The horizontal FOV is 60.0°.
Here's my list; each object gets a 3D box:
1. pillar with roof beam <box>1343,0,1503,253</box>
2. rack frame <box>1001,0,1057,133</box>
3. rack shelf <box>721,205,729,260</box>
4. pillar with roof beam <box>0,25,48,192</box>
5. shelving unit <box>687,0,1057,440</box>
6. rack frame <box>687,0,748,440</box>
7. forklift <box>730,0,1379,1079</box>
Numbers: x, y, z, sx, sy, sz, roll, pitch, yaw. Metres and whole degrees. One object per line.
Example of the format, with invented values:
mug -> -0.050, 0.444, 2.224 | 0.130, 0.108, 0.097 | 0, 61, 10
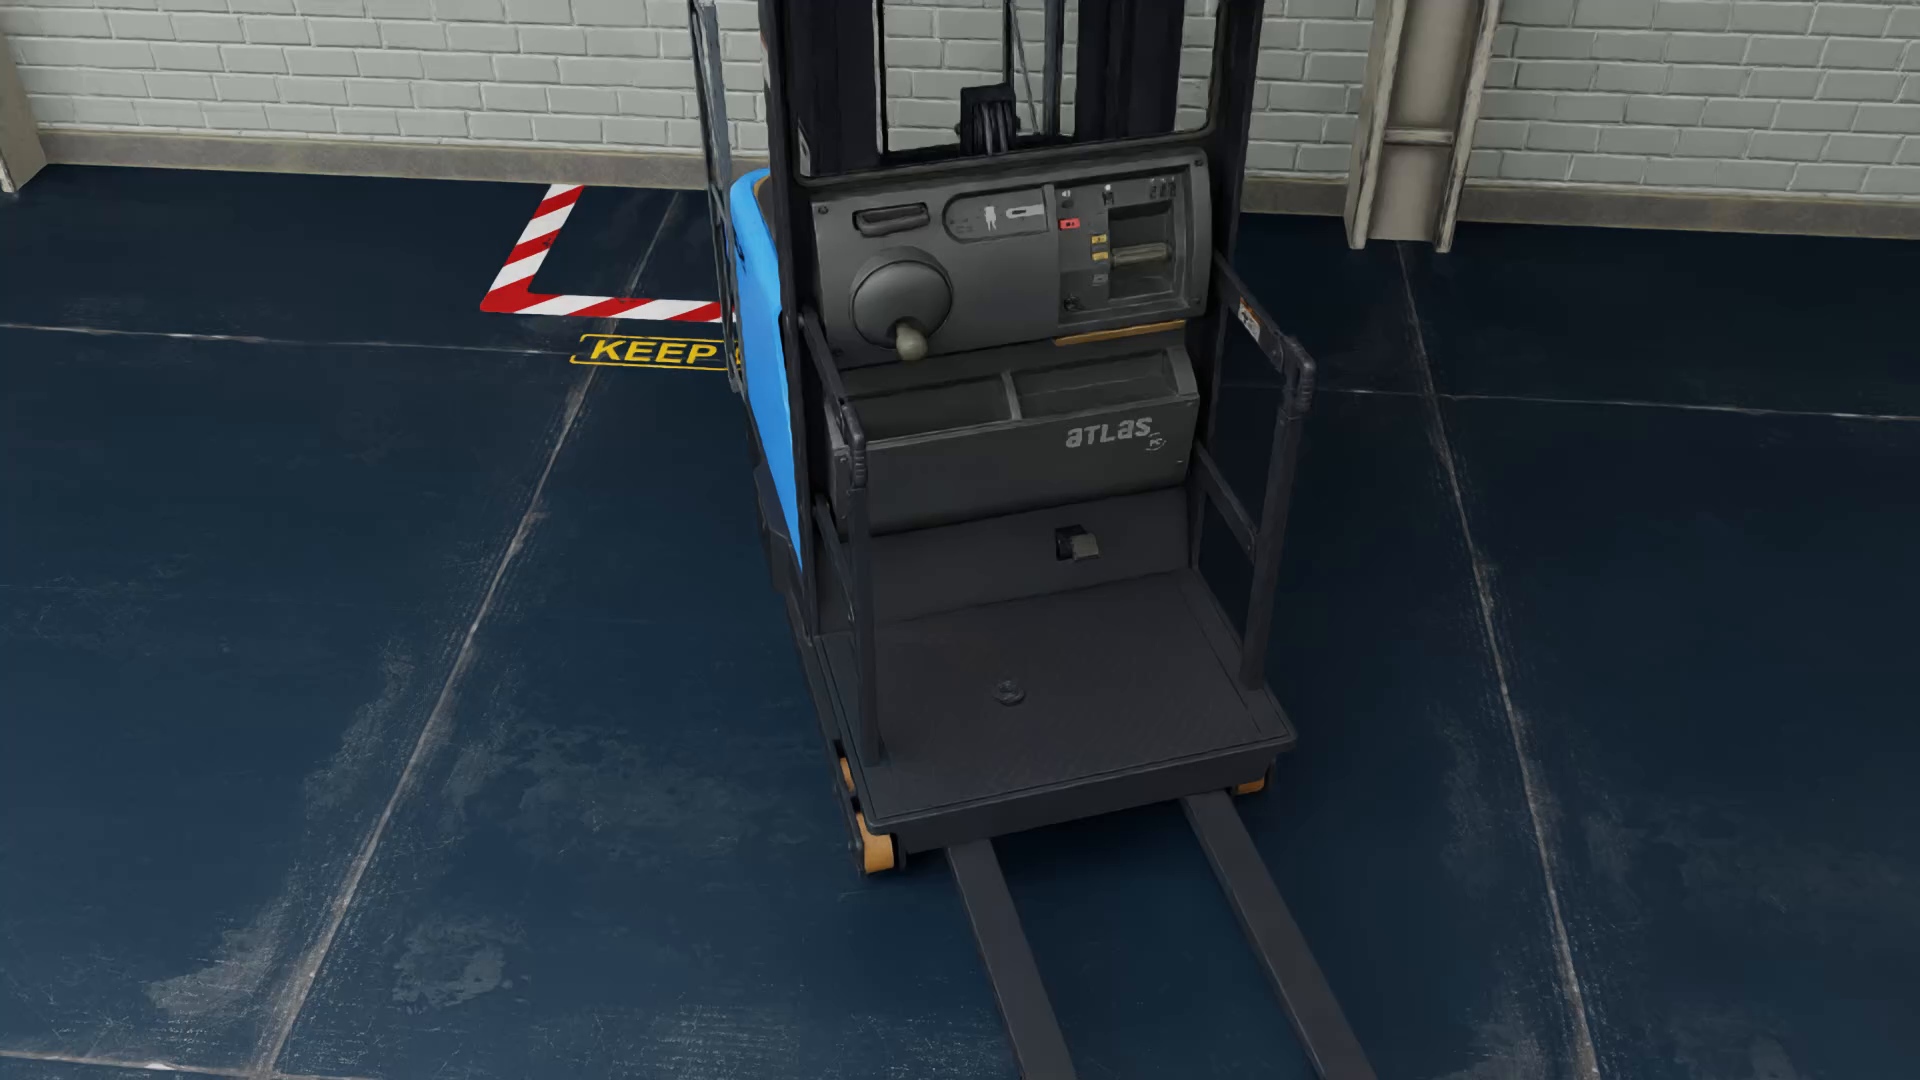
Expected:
pillar with roof beam -> 1.408, -2.040, 0.628 | 0.400, 9.000, 9.100 | 3, 39, 4
rack frame -> 0.220, -1.214, 5.537 | 0.032, 1.500, 0.500 | -10, 38, -12
rack shelf -> -0.268, -0.986, 5.541 | 1.000, 0.185, 0.538 | -10, 38, -12
pillar with roof beam -> -4.570, -2.367, 1.030 | 0.400, 9.000, 9.100 | 3, 39, 4
shelving unit -> -0.270, -1.130, 5.433 | 1.048, 1.500, 0.538 | -10, 38, -12
rack frame -> -0.761, -1.046, 5.330 | 0.032, 1.500, 0.500 | -10, 38, -12
forklift -> 0.189, -0.572, 3.630 | 1.130, 2.935, 3.031 | -10, 40, -12
